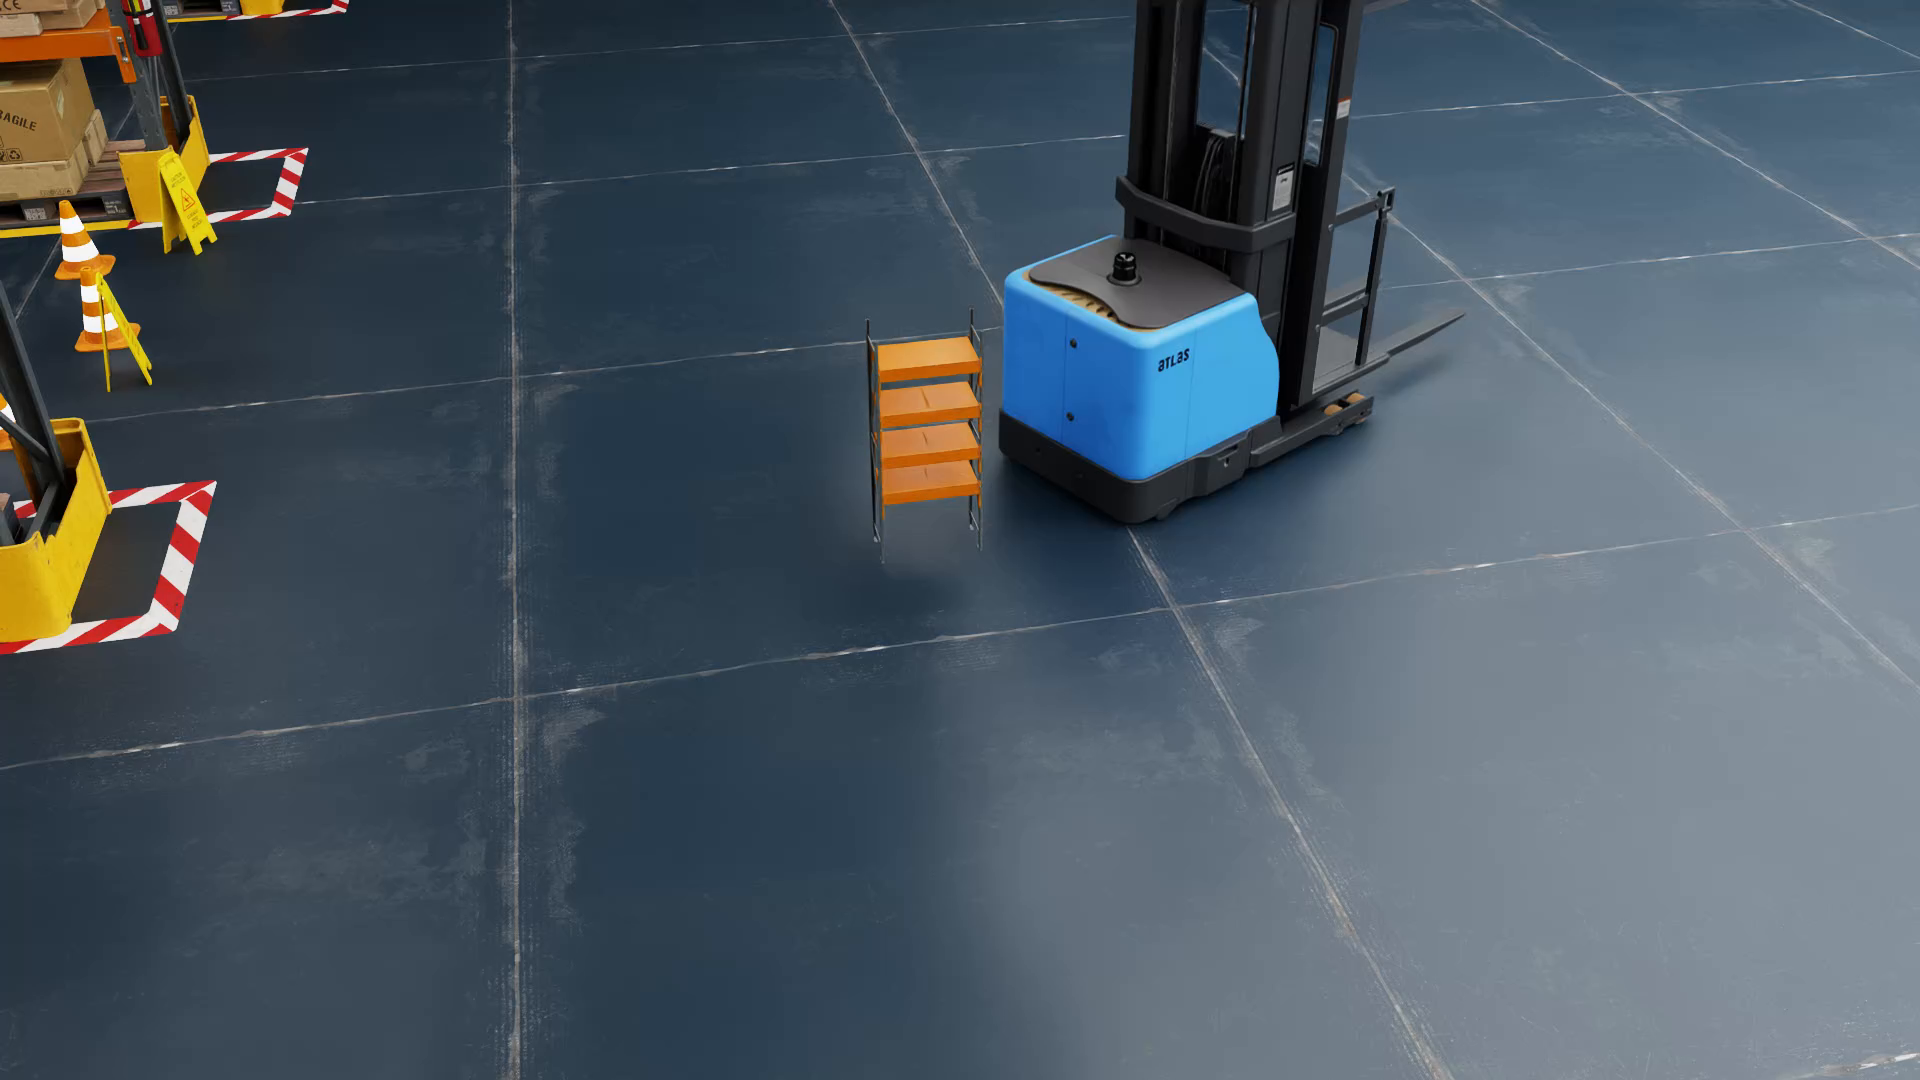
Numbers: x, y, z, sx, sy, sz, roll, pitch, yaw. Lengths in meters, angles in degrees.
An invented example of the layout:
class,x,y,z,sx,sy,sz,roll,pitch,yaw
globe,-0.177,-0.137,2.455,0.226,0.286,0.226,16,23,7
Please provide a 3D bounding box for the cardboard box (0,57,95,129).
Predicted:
class,x,y,z,sx,sy,sz,roll,pitch,yaw
cardboard box,-6.469,-3.173,11.703,0.500,0.500,0.500,-8,35,-12

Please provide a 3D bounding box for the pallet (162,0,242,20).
class,x,y,z,sx,sy,sz,roll,pitch,yaw
pallet,-7.433,-5.203,15.814,1.213,0.211,1.003,-7,35,-11

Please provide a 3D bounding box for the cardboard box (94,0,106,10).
class,x,y,z,sx,sy,sz,roll,pitch,yaw
cardboard box,-5.975,-3.747,11.367,0.250,0.149,0.380,-7,35,-10

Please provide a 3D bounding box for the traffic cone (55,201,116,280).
class,x,y,z,sx,sy,sz,roll,pitch,yaw
traffic cone,-5.733,-1.973,10.775,0.334,0.463,0.336,-7,35,-11

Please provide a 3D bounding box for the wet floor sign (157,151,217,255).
class,x,y,z,sx,sy,sz,roll,pitch,yaw
wet floor sign,-5.176,-2.245,11.016,0.232,0.644,0.267,4,34,6

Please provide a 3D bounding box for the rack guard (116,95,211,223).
class,x,y,z,sx,sy,sz,roll,pitch,yaw
rack guard,-5.672,-2.733,11.874,0.348,0.500,1.175,-7,35,-11

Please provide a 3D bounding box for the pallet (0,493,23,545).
class,x,y,z,sx,sy,sz,roll,pitch,yaw
pallet,-5.170,0.196,7.769,1.213,0.211,1.003,-7,35,-11

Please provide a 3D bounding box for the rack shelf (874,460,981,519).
class,x,y,z,sx,sy,sz,roll,pitch,yaw
rack shelf,-0.161,-0.257,8.033,0.480,0.148,0.258,-7,35,-11

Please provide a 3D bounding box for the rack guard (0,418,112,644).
class,x,y,z,sx,sy,sz,roll,pitch,yaw
rack guard,-4.384,-0.068,7.902,0.348,0.500,1.175,-7,35,-11

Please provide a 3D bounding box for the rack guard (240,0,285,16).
class,x,y,z,sx,sy,sz,roll,pitch,yaw
rack guard,-6.673,-5.443,15.912,0.348,0.500,1.175,-7,35,-11

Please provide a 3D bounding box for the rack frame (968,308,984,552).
class,x,y,z,sx,sy,sz,roll,pitch,yaw
rack frame,0.077,-0.508,7.930,0.015,1.200,0.240,-7,35,-11

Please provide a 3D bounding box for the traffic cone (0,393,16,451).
class,x,y,z,sx,sy,sz,roll,pitch,yaw
traffic cone,-5.238,-0.756,8.961,0.334,0.463,0.336,-7,35,-11

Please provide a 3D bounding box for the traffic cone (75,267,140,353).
class,x,y,z,sx,sy,sz,roll,pitch,yaw
traffic cone,-5.156,-1.412,9.938,0.334,0.463,0.336,-7,35,-11

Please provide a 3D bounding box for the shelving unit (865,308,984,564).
class,x,y,z,sx,sy,sz,roll,pitch,yaw
shelving unit,-0.161,-0.478,7.885,0.503,1.200,0.258,-7,35,-11

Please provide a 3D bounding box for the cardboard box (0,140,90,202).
class,x,y,z,sx,sy,sz,roll,pitch,yaw
cardboard box,-6.350,-2.565,11.471,0.500,0.250,0.500,-7,35,-11

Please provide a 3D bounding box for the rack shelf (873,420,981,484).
class,x,y,z,sx,sy,sz,roll,pitch,yaw
rack shelf,-0.161,-0.422,7.923,0.480,0.148,0.258,-7,35,-11

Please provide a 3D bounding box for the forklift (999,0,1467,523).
class,x,y,z,sx,sy,sz,roll,pitch,yaw
forklift,1.653,-1.988,8.582,3.031,2.935,1.130,-26,42,-33

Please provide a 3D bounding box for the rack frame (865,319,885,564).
class,x,y,z,sx,sy,sz,roll,pitch,yaw
rack frame,-0.399,-0.448,7.841,0.015,1.200,0.240,-7,35,-11

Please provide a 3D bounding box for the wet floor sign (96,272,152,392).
class,x,y,z,sx,sy,sz,roll,pitch,yaw
wet floor sign,-4.816,-1.205,9.466,0.232,0.644,0.267,-13,36,-19

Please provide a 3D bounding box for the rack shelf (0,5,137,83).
class,x,y,z,sx,sy,sz,roll,pitch,yaw
rack shelf,-7.548,-3.236,11.026,4.000,0.370,1.077,-7,35,-11

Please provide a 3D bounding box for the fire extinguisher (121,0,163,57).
class,x,y,z,sx,sy,sz,roll,pitch,yaw
fire extinguisher,-5.384,-3.512,10.861,0.183,0.674,0.296,-7,35,-11

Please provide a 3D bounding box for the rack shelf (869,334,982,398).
class,x,y,z,sx,sy,sz,roll,pitch,yaw
rack shelf,-0.161,-0.804,7.666,0.480,0.148,0.258,-7,35,-11

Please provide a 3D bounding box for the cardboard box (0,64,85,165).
class,x,y,z,sx,sy,sz,roll,pitch,yaw
cardboard box,-6.322,-2.884,11.274,0.500,0.500,0.500,-7,34,-10

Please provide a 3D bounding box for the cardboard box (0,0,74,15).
class,x,y,z,sx,sy,sz,roll,pitch,yaw
cardboard box,-6.066,-3.729,10.759,0.500,0.500,0.500,-8,35,-11

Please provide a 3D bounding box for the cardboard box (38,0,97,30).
class,x,y,z,sx,sy,sz,roll,pitch,yaw
cardboard box,-5.915,-3.514,11.020,0.250,0.149,0.380,-6,34,-9

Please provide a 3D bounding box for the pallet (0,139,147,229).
class,x,y,z,sx,sy,sz,roll,pitch,yaw
pallet,-6.472,-2.533,11.835,1.213,0.211,1.003,-7,35,-11

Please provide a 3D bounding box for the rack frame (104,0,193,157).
class,x,y,z,sx,sy,sz,roll,pitch,yaw
rack frame,-5.598,-3.781,11.192,0.127,3.000,1.000,-7,35,-11

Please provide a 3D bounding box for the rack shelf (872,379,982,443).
class,x,y,z,sx,sy,sz,roll,pitch,yaw
rack shelf,-0.161,-0.608,7.798,0.480,0.148,0.258,-7,35,-11

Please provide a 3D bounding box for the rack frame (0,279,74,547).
class,x,y,z,sx,sy,sz,roll,pitch,yaw
rack frame,-4.407,-1.103,7.201,0.127,3.000,1.000,-7,35,-11

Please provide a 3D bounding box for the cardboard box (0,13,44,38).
class,x,y,z,sx,sy,sz,roll,pitch,yaw
cardboard box,-6.138,-3.423,10.884,0.250,0.149,0.380,-8,35,-11

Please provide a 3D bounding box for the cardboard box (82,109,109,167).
class,x,y,z,sx,sy,sz,roll,pitch,yaw
cardboard box,-6.446,-2.864,11.917,0.500,0.250,0.500,-7,35,-11
